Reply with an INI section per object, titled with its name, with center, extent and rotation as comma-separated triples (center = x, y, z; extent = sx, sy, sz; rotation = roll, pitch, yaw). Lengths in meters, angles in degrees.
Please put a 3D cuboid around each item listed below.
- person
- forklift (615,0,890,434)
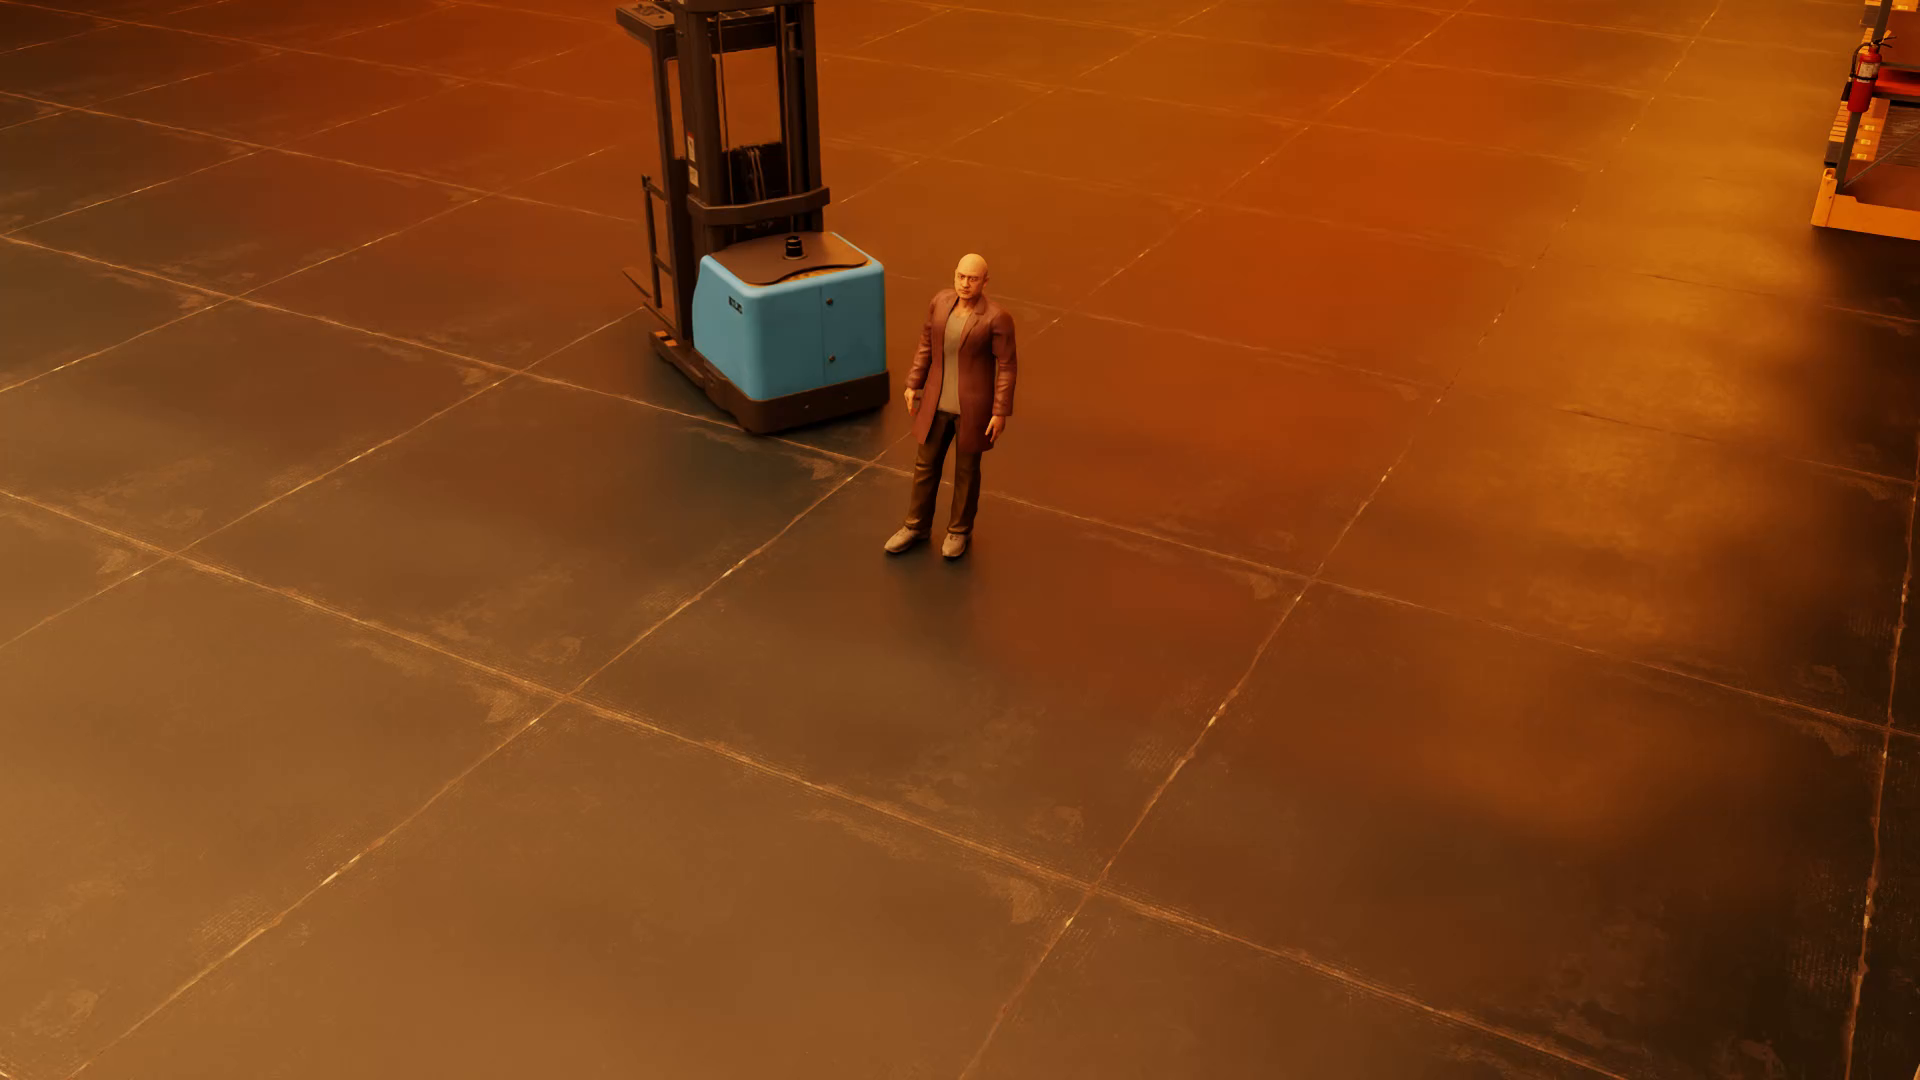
[person]
center = -0.048, -0.737, 9.487
extent = 0.696, 1.778, 0.579
rotation = 15, 33, 25
[forklift]
center = -1.660, -2.683, 11.719
extent = 1.130, 2.935, 3.031
rotation = -16, 34, -26
